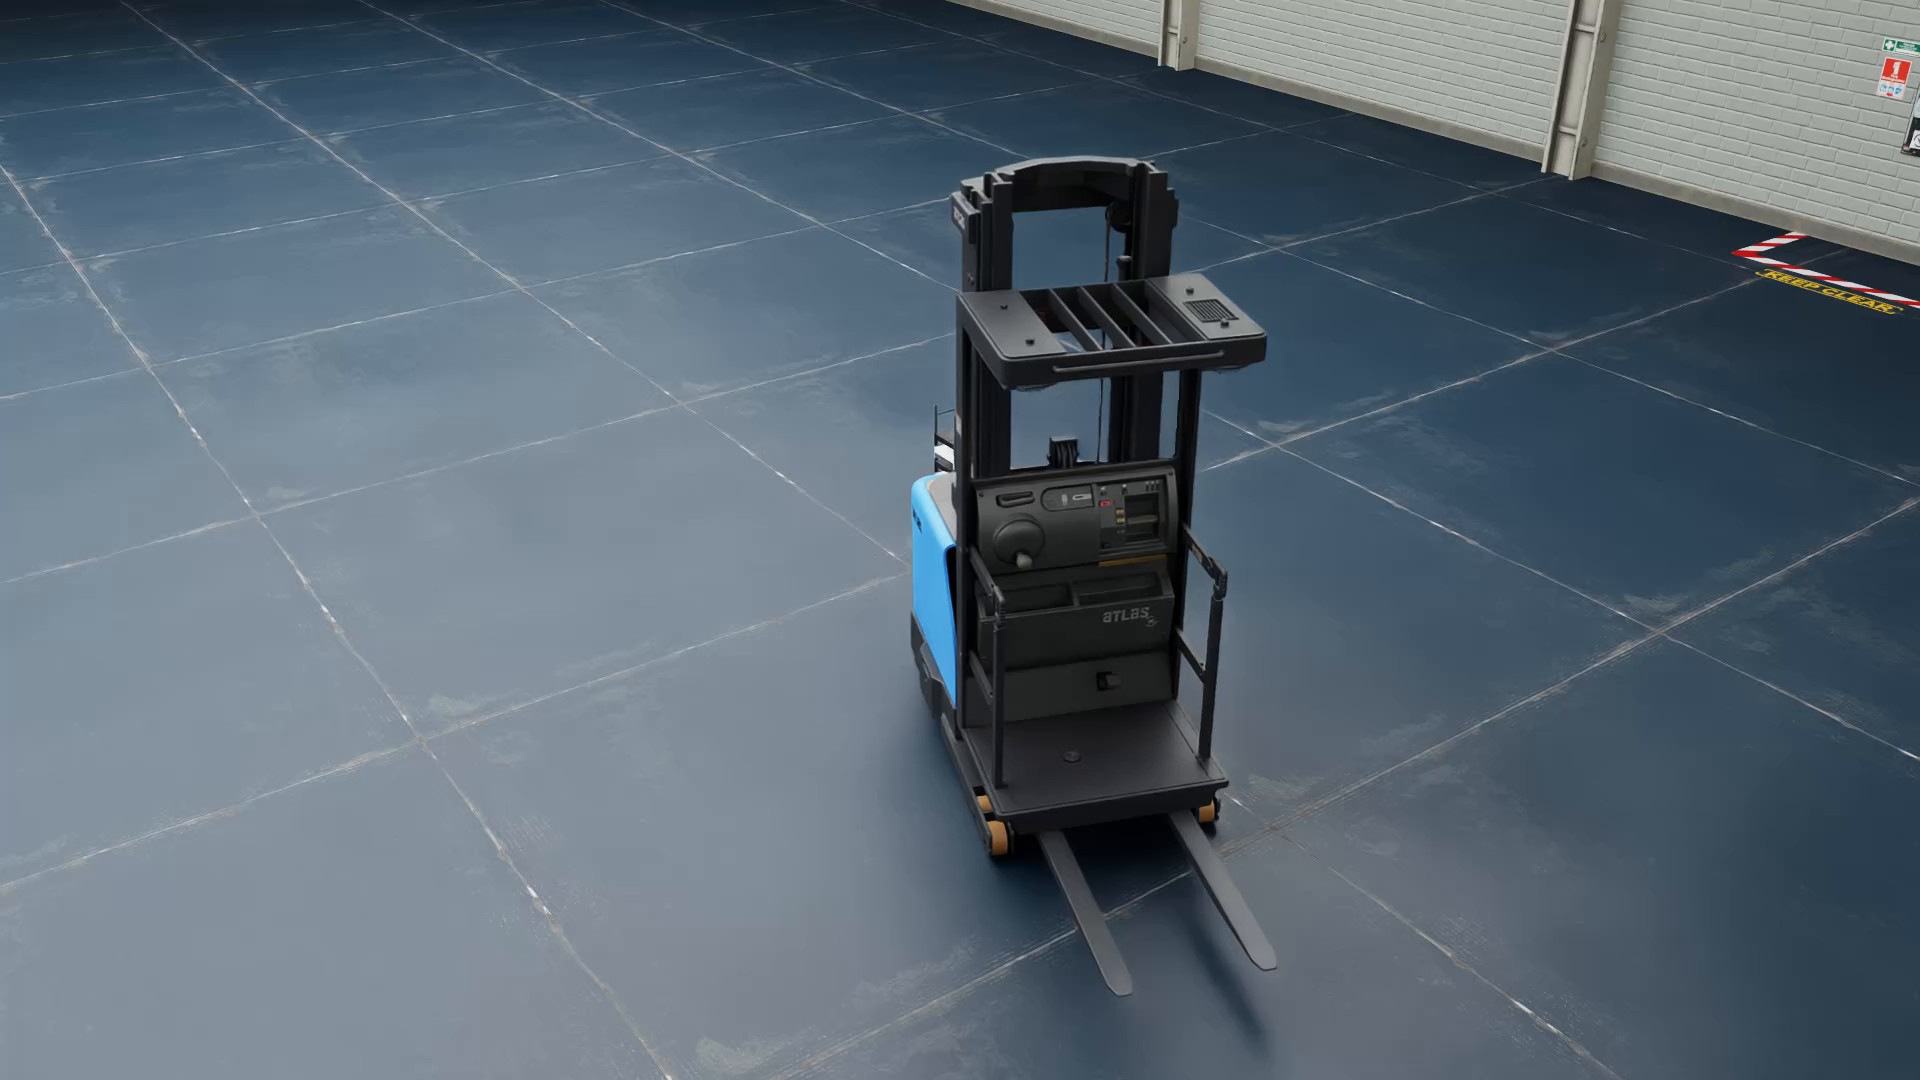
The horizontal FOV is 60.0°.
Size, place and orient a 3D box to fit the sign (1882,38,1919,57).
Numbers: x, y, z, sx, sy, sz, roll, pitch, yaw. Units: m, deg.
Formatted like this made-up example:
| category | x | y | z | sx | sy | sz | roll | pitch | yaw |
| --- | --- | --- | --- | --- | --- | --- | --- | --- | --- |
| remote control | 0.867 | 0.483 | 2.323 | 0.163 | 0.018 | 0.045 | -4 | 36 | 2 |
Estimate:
| category | x | y | z | sx | sy | sz | roll | pitch | yaw |
| --- | --- | --- | --- | --- | --- | --- | --- | --- | --- |
| sign | 8.123 | -4.248 | 14.336 | 0.001 | 0.109 | 0.331 | -19 | 34 | -31 |

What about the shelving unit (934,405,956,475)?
| category | x | y | z | sx | sy | sz | roll | pitch | yaw |
| --- | --- | --- | --- | --- | --- | --- | --- | --- | --- |
| shelving unit | 0.005 | -0.392 | 10.029 | 0.258 | 0.900 | 0.210 | -19 | 34 | -31 |

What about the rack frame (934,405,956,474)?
| category | x | y | z | sx | sy | sz | roll | pitch | yaw |
| --- | --- | --- | --- | --- | --- | --- | --- | --- | --- |
| rack frame | -0.054 | -0.432 | 10.102 | 0.240 | 0.900 | 0.006 | -19 | 34 | -31 |

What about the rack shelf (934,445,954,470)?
| category | x | y | z | sx | sy | sz | roll | pitch | yaw |
| --- | --- | --- | --- | --- | --- | --- | --- | --- | --- |
| rack shelf | 0.005 | -0.521 | 9.959 | 0.258 | 0.077 | 0.200 | -19 | 34 | -31 |

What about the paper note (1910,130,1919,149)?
| category | x | y | z | sx | sy | sz | roll | pitch | yaw |
| --- | --- | --- | --- | --- | --- | --- | --- | --- | --- |
| paper note | 8.318 | -3.461 | 14.403 | 0.016 | 0.148 | 0.142 | -19 | 34 | -31 |

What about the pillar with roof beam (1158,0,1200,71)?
| category | x | y | z | sx | sy | sz | roll | pitch | yaw |
| --- | --- | --- | --- | --- | --- | --- | --- | --- | --- |
| pillar with roof beam | -0.701 | -8.899 | 17.206 | 9.100 | 9.000 | 0.400 | -19 | 34 | -31 |

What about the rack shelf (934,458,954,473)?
| category | x | y | z | sx | sy | sz | roll | pitch | yaw |
| --- | --- | --- | --- | --- | --- | --- | --- | --- | --- |
| rack shelf | 0.005 | -0.442 | 10.002 | 0.258 | 0.077 | 0.200 | -19 | 34 | -31 |

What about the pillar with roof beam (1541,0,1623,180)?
| category | x | y | z | sx | sy | sz | roll | pitch | yaw |
| --- | --- | --- | --- | --- | --- | --- | --- | --- | --- |
| pillar with roof beam | 2.779 | -6.566 | 12.911 | 9.100 | 9.000 | 0.400 | -19 | 34 | -31 |

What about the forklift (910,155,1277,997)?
| category | x | y | z | sx | sy | sz | roll | pitch | yaw |
| --- | --- | --- | --- | --- | --- | --- | --- | --- | --- |
| forklift | 0.582 | -0.047 | 7.266 | 1.130 | 2.935 | 3.031 | -7 | 29 | -12 |

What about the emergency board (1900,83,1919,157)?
| category | x | y | z | sx | sy | sz | roll | pitch | yaw |
| --- | --- | --- | --- | --- | --- | --- | --- | --- | --- |
| emergency board | 8.374 | -3.769 | 14.046 | 0.157 | 1.169 | 0.626 | -19 | 34 | -31 |

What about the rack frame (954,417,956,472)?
| category | x | y | z | sx | sy | sz | roll | pitch | yaw |
| --- | --- | --- | --- | --- | --- | --- | --- | --- | --- |
| rack frame | 0.064 | -0.353 | 9.957 | 0.240 | 0.900 | 0.006 | -19 | 34 | -31 |

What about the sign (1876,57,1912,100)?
| category | x | y | z | sx | sy | sz | roll | pitch | yaw |
| --- | --- | --- | --- | --- | --- | --- | --- | --- | --- |
| sign | 8.127 | -4.019 | 14.471 | 0.001 | 0.329 | 0.234 | -19 | 34 | -31 |

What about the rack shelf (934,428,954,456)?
| category | x | y | z | sx | sy | sz | roll | pitch | yaw |
| --- | --- | --- | --- | --- | --- | --- | --- | --- | --- |
| rack shelf | 0.005 | -0.600 | 9.916 | 0.258 | 0.077 | 0.200 | -19 | 34 | -31 |

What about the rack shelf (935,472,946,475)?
| category | x | y | z | sx | sy | sz | roll | pitch | yaw |
| --- | --- | --- | --- | --- | --- | --- | --- | --- | --- |
| rack shelf | 0.005 | -0.363 | 10.045 | 0.258 | 0.077 | 0.200 | -19 | 34 | -31 |
